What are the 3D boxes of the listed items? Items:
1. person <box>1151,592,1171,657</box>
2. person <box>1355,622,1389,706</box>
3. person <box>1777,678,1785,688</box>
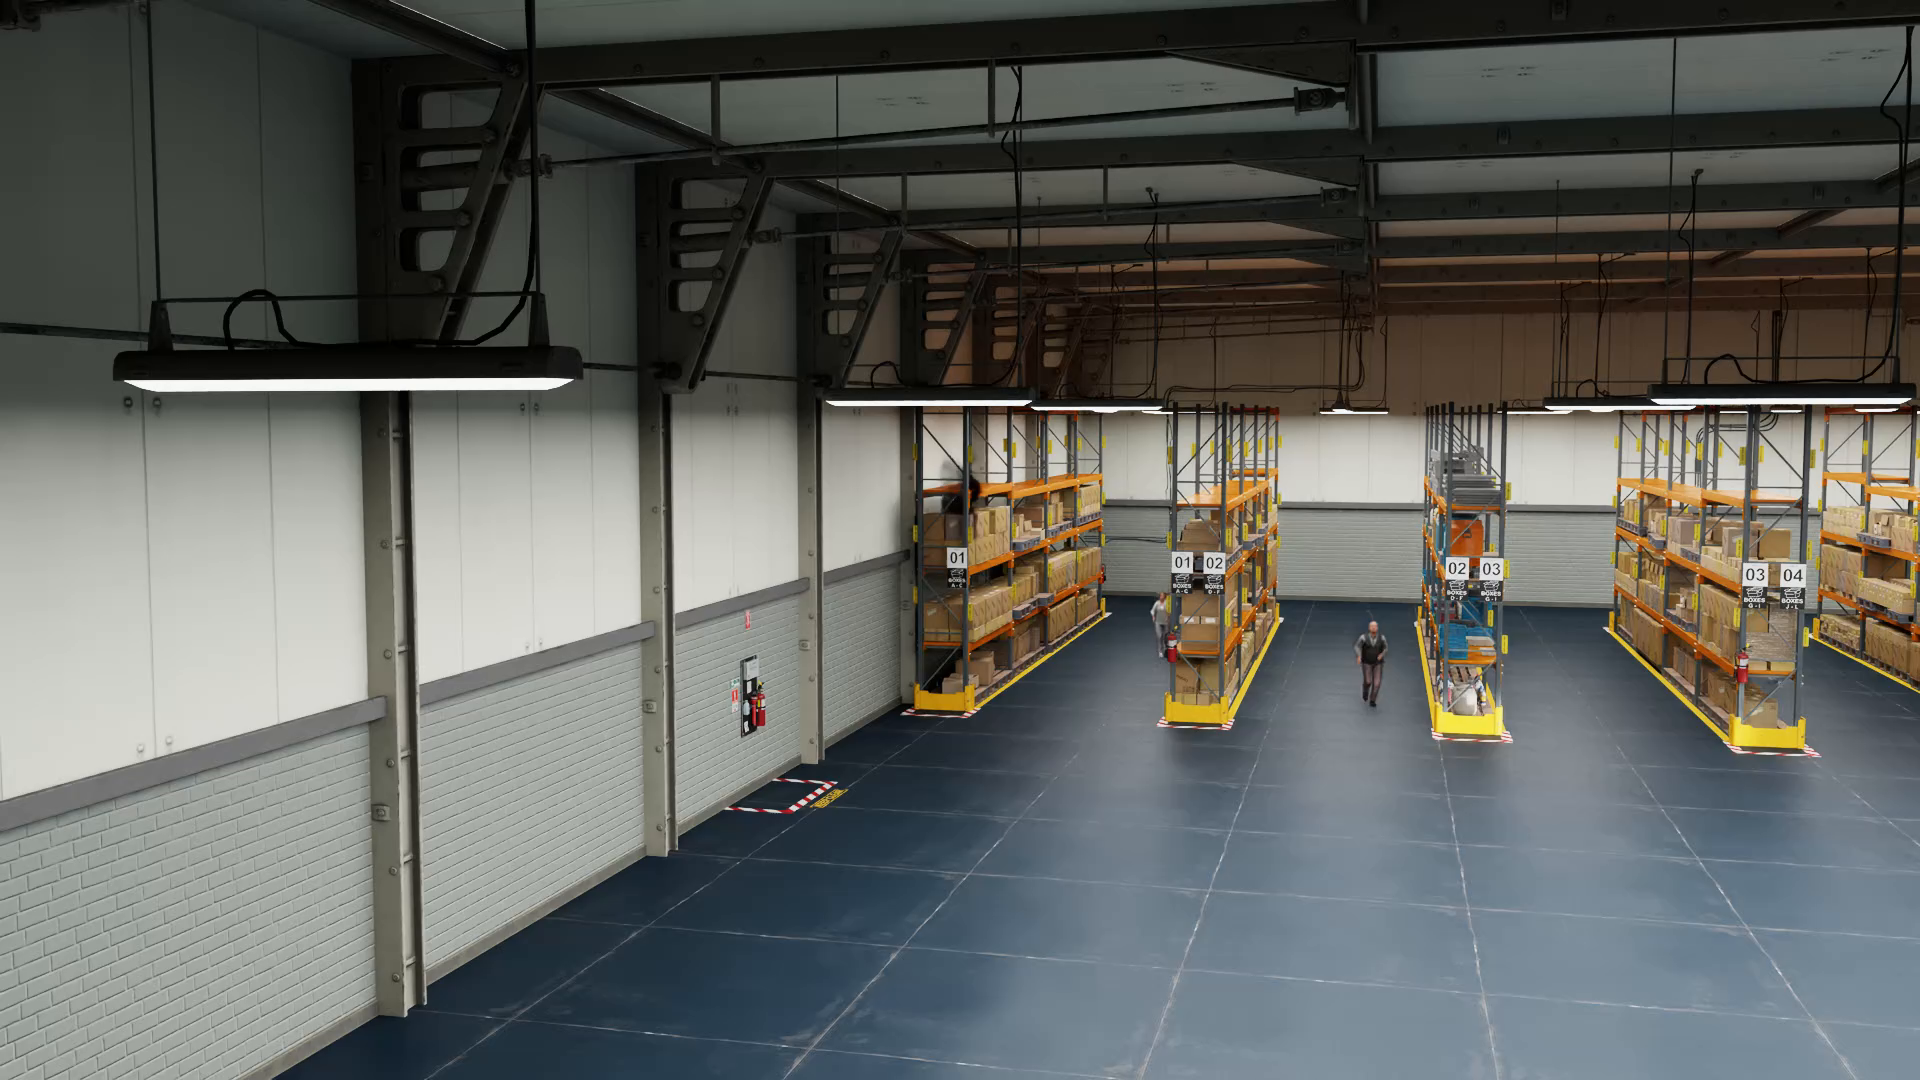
[{"bbox_3d":[4.830,2.006,39.804,0.541,1.552,0.666,1,4,10],"label":"person"},{"bbox_3d":[8.149,2.459,32.856,0.658,1.678,0.570,1,4,7],"label":"person"},{"bbox_3d":[17.539,2.306,35.520,0.532,1.620,0.758,1,4,14],"label":"person"}]
